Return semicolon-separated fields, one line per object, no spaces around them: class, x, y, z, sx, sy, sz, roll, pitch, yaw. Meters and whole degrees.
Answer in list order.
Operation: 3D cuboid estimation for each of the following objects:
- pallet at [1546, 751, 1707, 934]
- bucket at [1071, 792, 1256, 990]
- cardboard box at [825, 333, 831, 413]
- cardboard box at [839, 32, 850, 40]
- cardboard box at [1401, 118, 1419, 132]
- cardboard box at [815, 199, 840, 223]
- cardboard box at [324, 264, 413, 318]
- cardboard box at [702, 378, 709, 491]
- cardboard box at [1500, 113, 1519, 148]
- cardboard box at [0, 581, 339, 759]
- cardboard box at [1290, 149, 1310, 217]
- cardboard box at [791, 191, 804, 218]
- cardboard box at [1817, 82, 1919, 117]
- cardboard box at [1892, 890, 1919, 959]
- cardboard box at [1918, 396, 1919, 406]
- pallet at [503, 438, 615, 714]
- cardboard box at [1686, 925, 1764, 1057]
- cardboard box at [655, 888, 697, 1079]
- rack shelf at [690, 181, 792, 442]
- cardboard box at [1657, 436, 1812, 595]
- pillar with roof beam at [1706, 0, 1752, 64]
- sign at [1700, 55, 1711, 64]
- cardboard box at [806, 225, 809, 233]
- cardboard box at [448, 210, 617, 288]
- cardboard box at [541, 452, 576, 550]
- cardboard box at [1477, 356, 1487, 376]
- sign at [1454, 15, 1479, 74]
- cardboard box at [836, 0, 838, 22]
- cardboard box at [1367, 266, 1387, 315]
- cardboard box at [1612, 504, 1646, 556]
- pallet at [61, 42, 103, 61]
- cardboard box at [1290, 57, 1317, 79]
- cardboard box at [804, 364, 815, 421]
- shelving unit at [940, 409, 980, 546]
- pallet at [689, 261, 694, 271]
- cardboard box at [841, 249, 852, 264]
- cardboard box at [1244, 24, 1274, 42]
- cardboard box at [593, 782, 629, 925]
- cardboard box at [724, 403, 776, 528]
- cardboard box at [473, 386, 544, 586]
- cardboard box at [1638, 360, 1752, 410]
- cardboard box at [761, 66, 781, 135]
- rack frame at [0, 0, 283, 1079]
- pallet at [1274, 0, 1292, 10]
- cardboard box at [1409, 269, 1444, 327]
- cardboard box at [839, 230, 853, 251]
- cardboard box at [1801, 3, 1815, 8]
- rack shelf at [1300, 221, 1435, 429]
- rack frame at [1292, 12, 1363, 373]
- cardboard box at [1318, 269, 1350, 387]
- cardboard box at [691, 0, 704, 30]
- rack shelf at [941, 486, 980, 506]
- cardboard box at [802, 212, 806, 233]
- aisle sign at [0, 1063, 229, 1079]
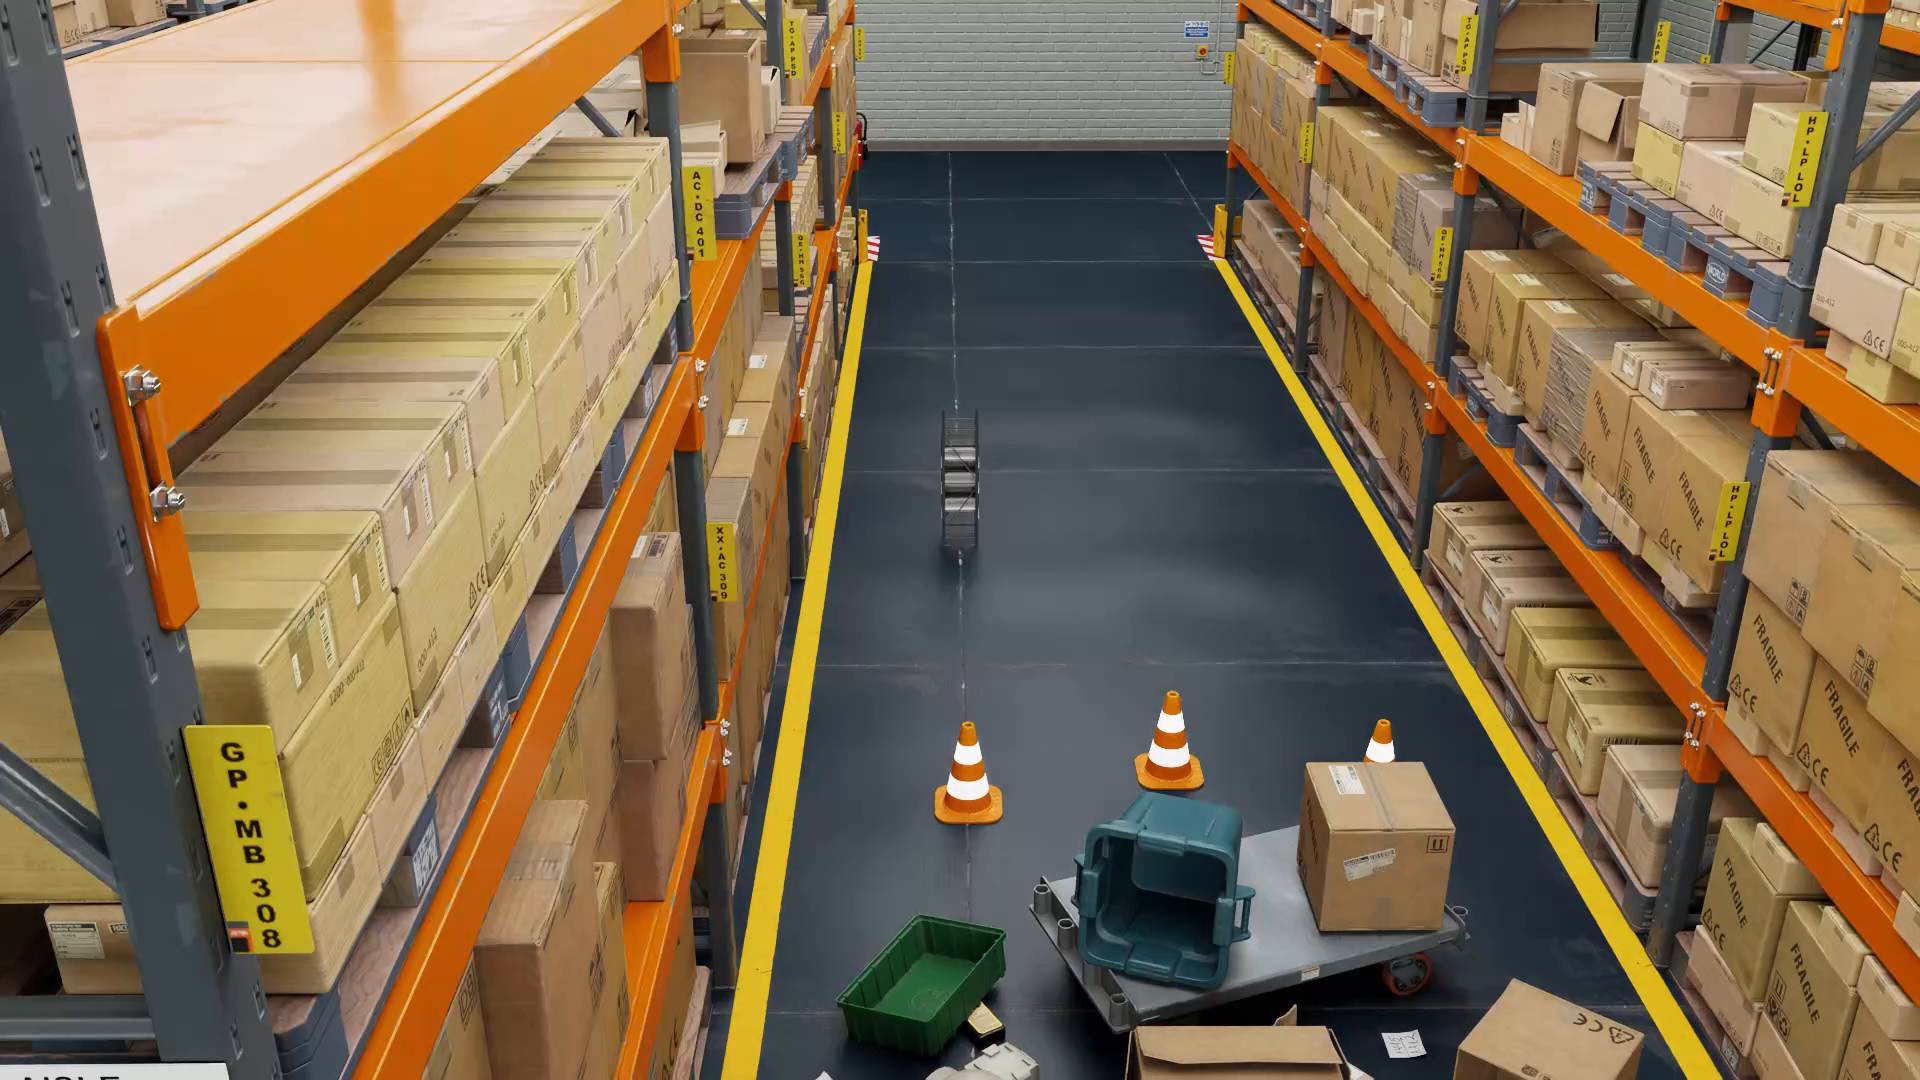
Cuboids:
pallet;3.486;1.404;7.889;1.003;0.211;1.213;0;24;-1
bucket;0.854;1.363;6.724;0.726;0.611;0.620;8;16;18
cardboard box;-1.275;-1.315;13.042;0.500;0.500;0.500;-1;24;-2
cardboard box;-1.325;-4.667;16.233;0.500;0.500;0.500;-1;24;-2
cardboard box;3.677;-2.947;12.792;0.500;0.500;0.500;0;24;0
cardboard box;-1.216;-2.782;14.066;0.380;0.149;0.250;1;24;1
cardboard box;-1.715;-0.534;4.341;0.500;0.250;0.500;-1;24;-1
cardboard box;-1.472;-0.399;7.158;0.700;0.500;0.500;-1;24;-1
cardboard box;3.285;-2.316;9.395;0.380;0.149;0.250;0;24;-1
cardboard box;-1.095;0.175;2.289;0.380;0.149;0.250;0;24;0
cardboard box;3.148;-3.078;14.294;0.500;0.500;0.500;0;24;0
cardboard box;-1.327;-2.425;12.044;0.380;0.149;0.250;-1;24;-3
cardboard box;3.874;-1.711;6.819;0.500;0.250;0.500;-1;24;-2
cardboard box;3.183;1.227;5.201;0.380;0.149;0.250;0;24;0
cardboard box;3.314;-0.459;5.289;0.380;0.149;0.250;0;24;-1
pallet;-1.444;0.031;4.010;1.003;0.211;1.213;0;24;-1
cardboard box;3.232;1.760;6.545;0.500;0.250;0.500;-1;24;-3
cardboard box;-1.516;1.554;6.242;0.875;0.875;0.875;0;24;0
rack shelf;-1.475;-1.345;7.816;1.077;0.370;4.000;0;24;-1
cardboard box;3.261;-0.107;6.856;0.500;0.500;0.500;-1;24;-2
pillar with roof beam;4.895;-8.343;18.778;9.100;9.000;0.400;0;24;-1
sign;7.785;-4.906;17.407;0.100;0.325;0.005;0;24;-1
cardboard box;-1.323;-2.265;12.413;0.380;0.149;0.250;-1;24;-3
cardboard box;-1.118;-0.767;4.373;0.380;0.149;0.250;0;24;0
cardboard box;-1.110;-0.090;3.844;0.380;0.149;0.250;0;24;0
cardboard box;3.239;-1.019;9.659;0.380;0.149;0.250;-2;24;-4
sign;2.897;-2.833;9.511;0.100;0.325;0.005;0;24;-1
cardboard box;-1.296;-4.475;14.046;0.500;0.250;0.500;-1;24;-1
cardboard box;3.176;-1.751;11.663;0.500;0.250;0.500;0;24;-1
cardboard box;3.190;-0.048;7.512;0.380;0.149;0.250;-1;24;-1
pallet;-6.533;-3.156;11.177;1.003;0.211;1.213;1;24;2
cardboard box;3.140;-4.183;14.738;0.380;0.149;0.250;0;24;-1
cardboard box;-1.268;-1.018;11.475;0.500;0.250;0.500;-1;24;-1
shelving unit;0.000;-0.413;11.072;0.258;0.900;0.210;0;24;-1
pallet;-1.512;-1.139;6.720;0.805;0.209;1.217;-1;24;-3
cardboard box;-1.267;-2.811;16.414;0.380;0.149;0.250;0;24;0
cardboard box;3.092;-5.140;16.852;0.380;0.149;0.250;0;24;1
cardboard box;-1.520;1.051;5.103;0.875;0.550;0.550;0;24;-1
cardboard box;-1.204;-0.368;8.303;0.500;0.500;0.500;0;24;0
cardboard box;-1.171;-0.121;3.429;0.500;0.250;0.500;0;24;-1
cardboard box;3.244;-0.687;7.349;0.380;0.149;0.250;-1;24;-2
cardboard box;-1.185;-2.264;8.452;0.500;0.311;0.500;0;24;-1
rack frame;-1.413;-0.567;1.583;0.949;2.616;0.053;0;24;-1
pallet;3.399;-5.007;15.149;1.003;0.211;1.213;0;24;-1
cardboard box;3.193;-1.552;10.616;0.500;0.250;0.500;0;24;-1
cardboard box;-1.252;-2.946;16.351;0.380;0.149;0.250;1;24;1
cardboard box;8.019;-5.002;15.334;0.380;0.149;0.250;0;24;0
rack shelf;3.430;-1.690;12.220;1.077;0.370;4.000;0;24;-1
rack frame;3.408;-2.842;13.894;1.000;3.000;0.127;0;24;-1
cardboard box;3.495;-1.810;13.681;0.875;0.875;0.875;0;24;1
cardboard box;-1.781;-3.268;10.145;0.396;0.266;0.258;0;24;-1
rack shelf;0.000;-0.301;11.123;0.258;0.077;0.200;0;24;-1
cardboard box;-1.321;-2.284;12.095;0.380;0.149;0.250;0;24;0
aisle sign;-1.109;1.010;2.222;0.394;0.787;0.004;0;24;-1
